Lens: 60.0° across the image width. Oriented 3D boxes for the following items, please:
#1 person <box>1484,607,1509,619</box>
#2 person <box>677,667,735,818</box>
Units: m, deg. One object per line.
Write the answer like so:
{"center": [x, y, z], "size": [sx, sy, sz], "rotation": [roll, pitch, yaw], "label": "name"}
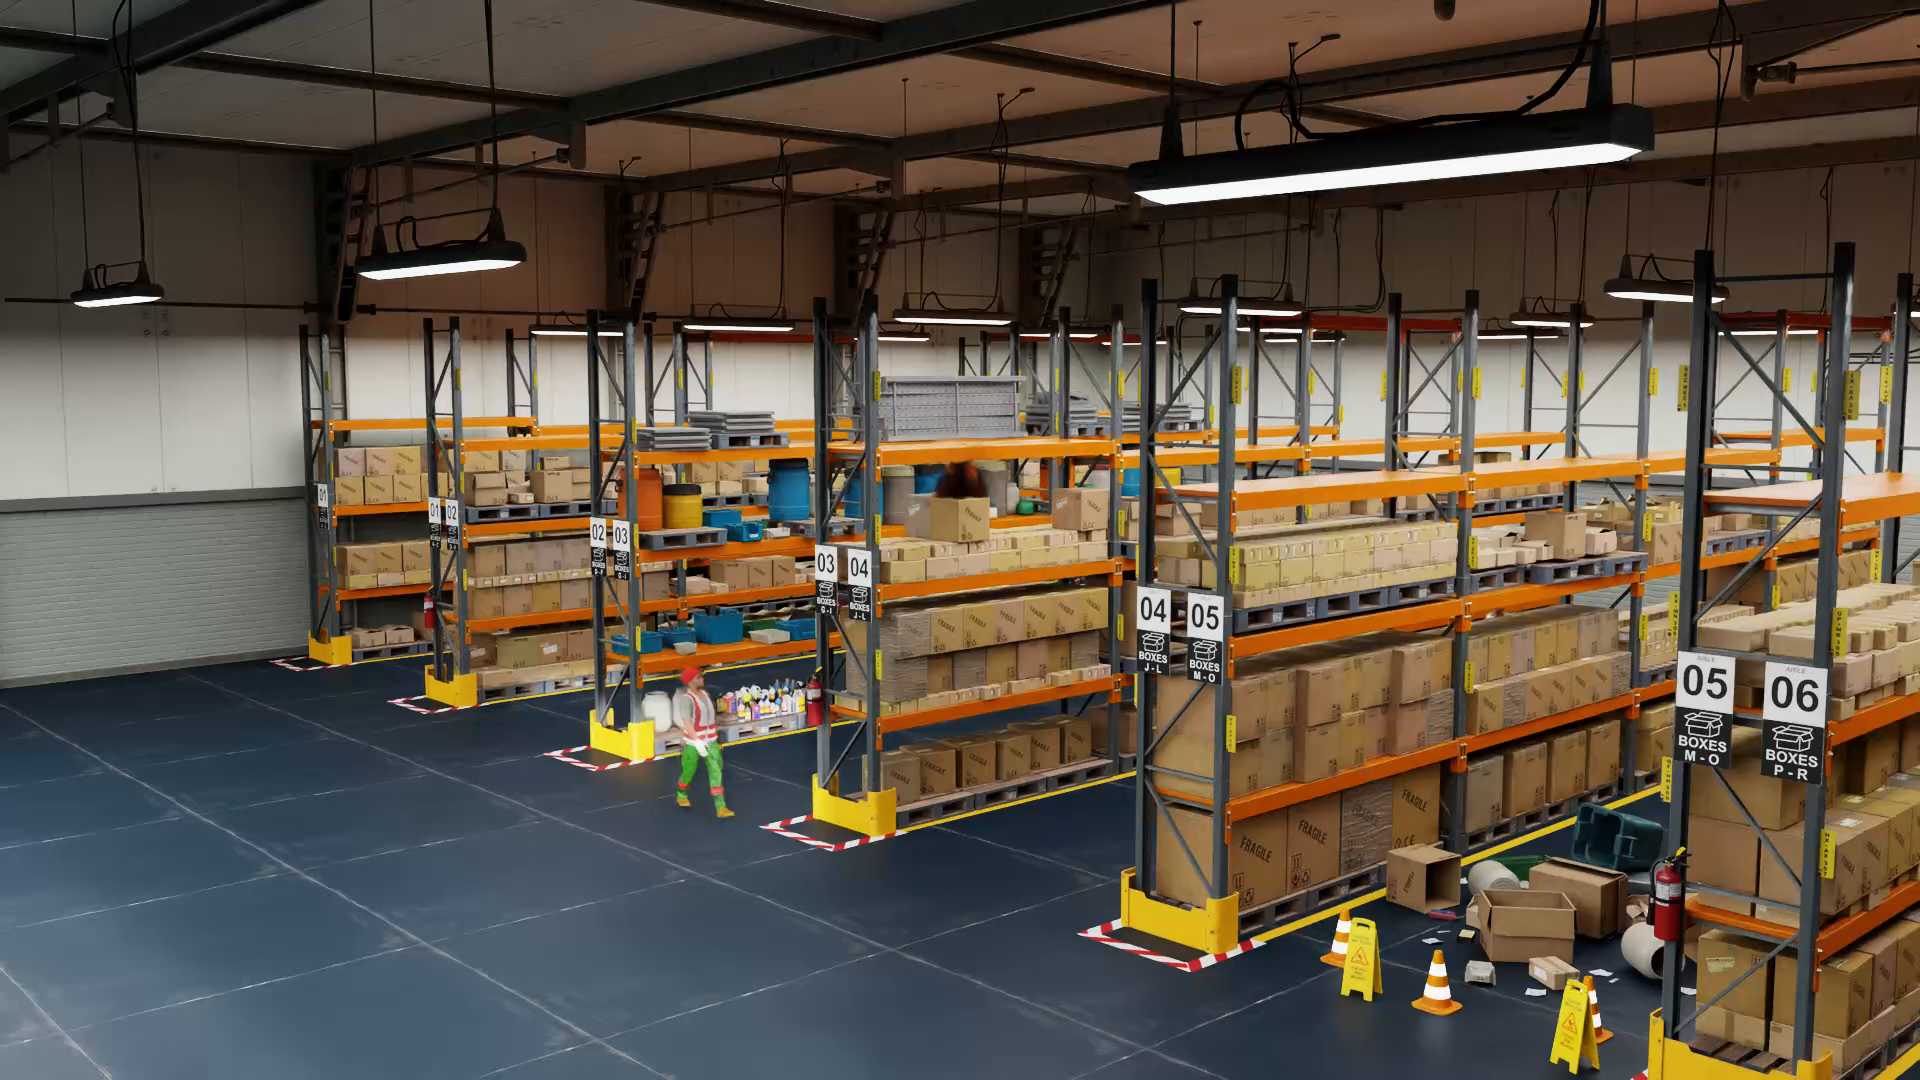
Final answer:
{"center": [8.177, 1.712, 25.451], "size": [0.611, 1.740, 0.972], "rotation": [6, 8, 44], "label": "person"}
{"center": [-2.993, 2.346, 19.348], "size": [0.556, 1.717, 1.084], "rotation": [-4, 7, -33], "label": "person"}
